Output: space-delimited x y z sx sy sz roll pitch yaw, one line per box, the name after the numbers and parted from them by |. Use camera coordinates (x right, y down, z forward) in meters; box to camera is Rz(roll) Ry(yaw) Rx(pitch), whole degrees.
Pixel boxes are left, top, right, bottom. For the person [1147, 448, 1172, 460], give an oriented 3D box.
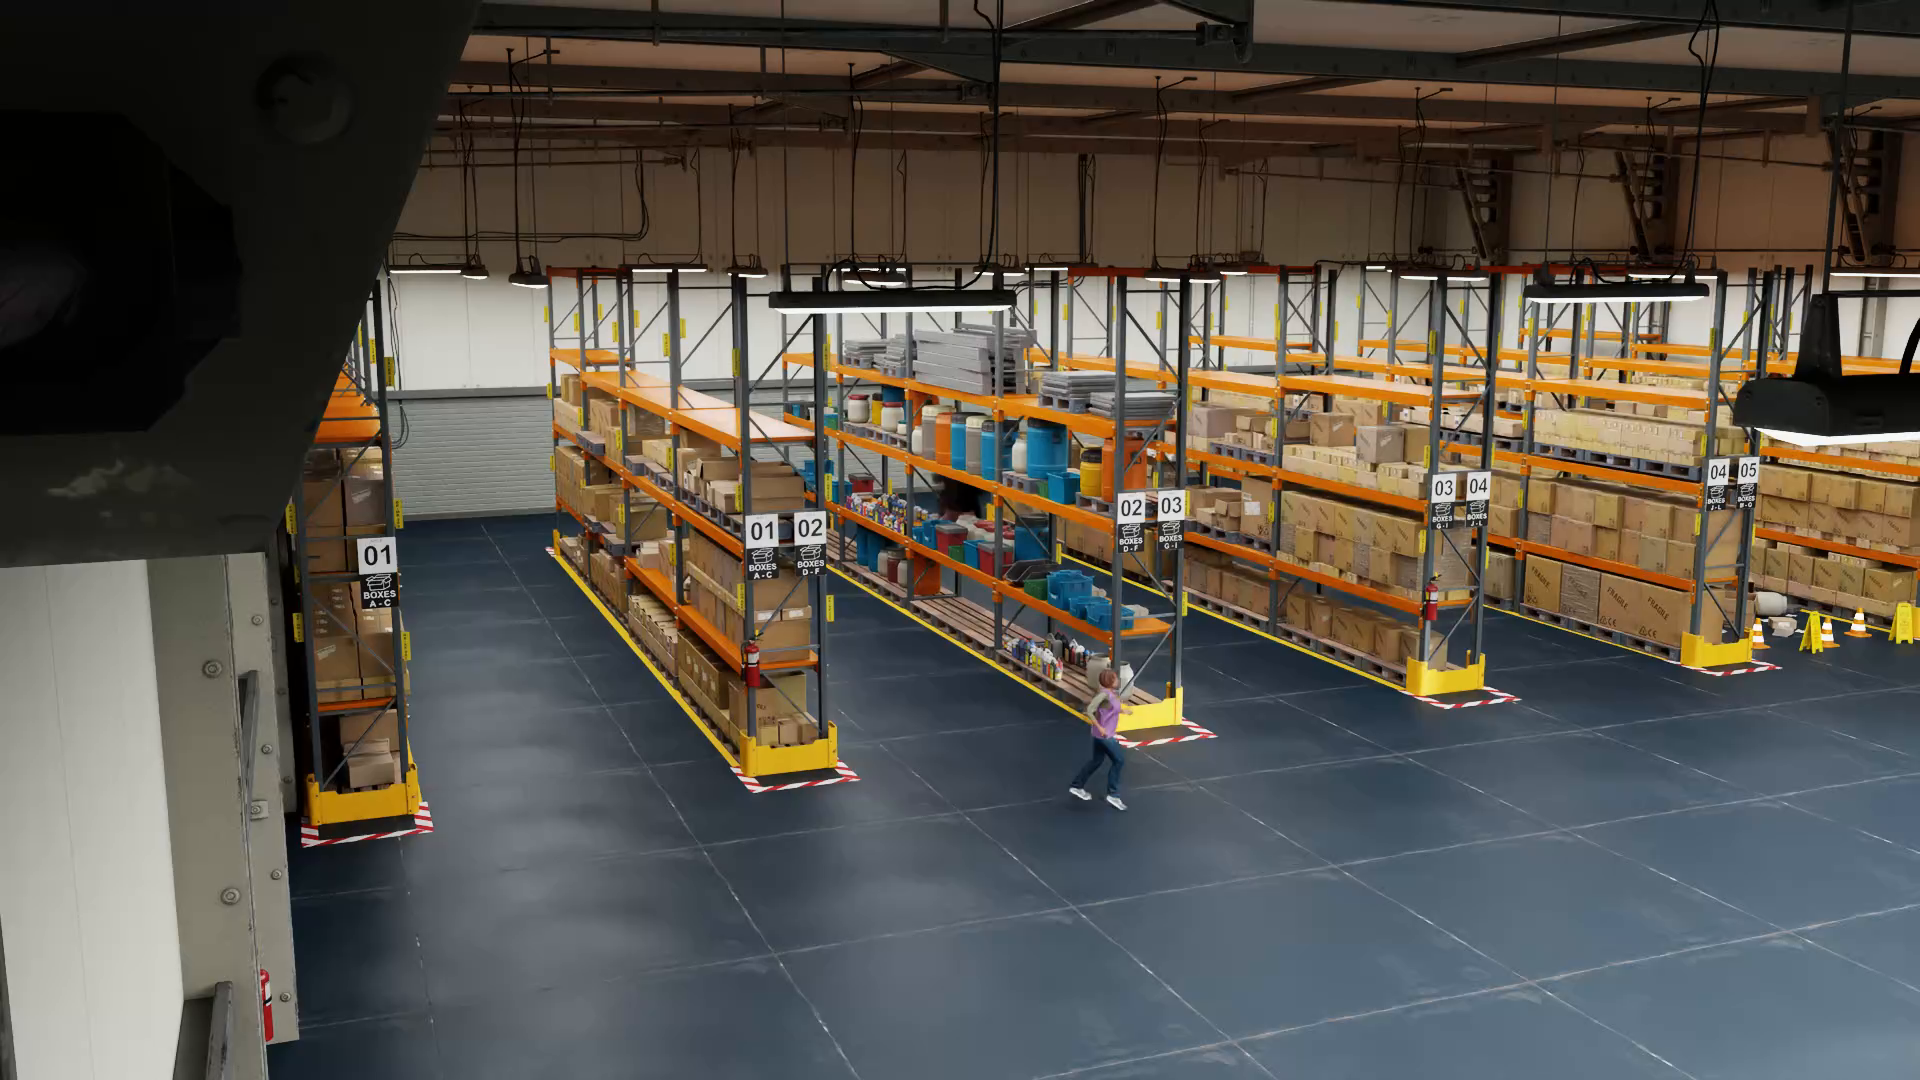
4.831 -1.728 41.552 0.724 1.721 0.986 7 12 36 | person

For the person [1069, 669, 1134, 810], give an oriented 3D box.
1.623 2.268 19.057 0.724 1.640 0.530 1 10 6 | person
